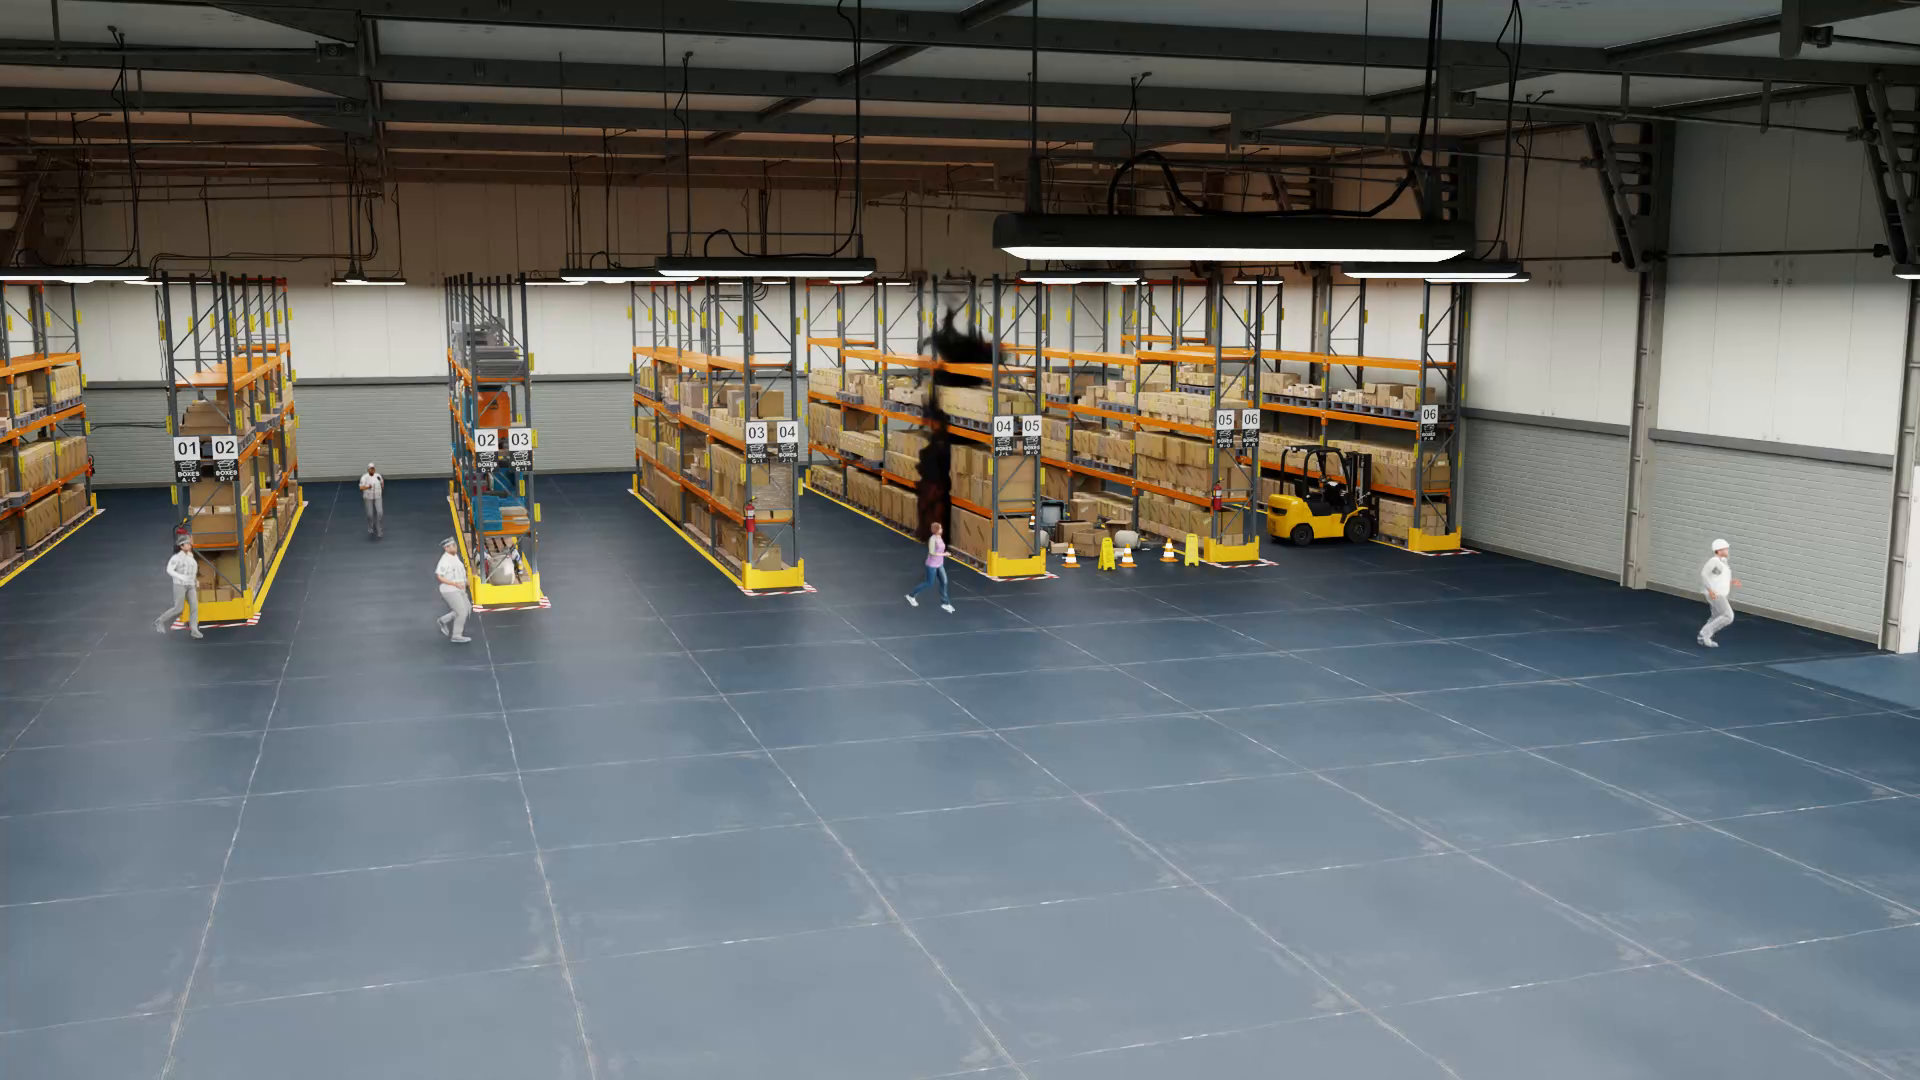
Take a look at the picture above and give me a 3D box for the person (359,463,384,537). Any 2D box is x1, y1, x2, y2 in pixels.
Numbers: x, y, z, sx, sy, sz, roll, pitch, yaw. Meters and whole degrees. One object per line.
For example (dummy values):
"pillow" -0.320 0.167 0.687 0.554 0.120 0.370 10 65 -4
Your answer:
"person" -13.671 -0.929 38.739 0.585 1.719 0.708 -4 10 -27

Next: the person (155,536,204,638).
"person" -12.819 0.759 27.522 0.902 1.653 0.659 3 9 16

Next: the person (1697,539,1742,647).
"person" 12.181 0.855 26.636 0.601 1.739 0.667 5 10 31

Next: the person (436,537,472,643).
"person" -8.269 0.799 27.043 0.629 1.730 0.661 1 9 6

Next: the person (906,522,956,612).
"person" -0.486 0.486 29.654 0.847 1.590 0.550 3 9 20
